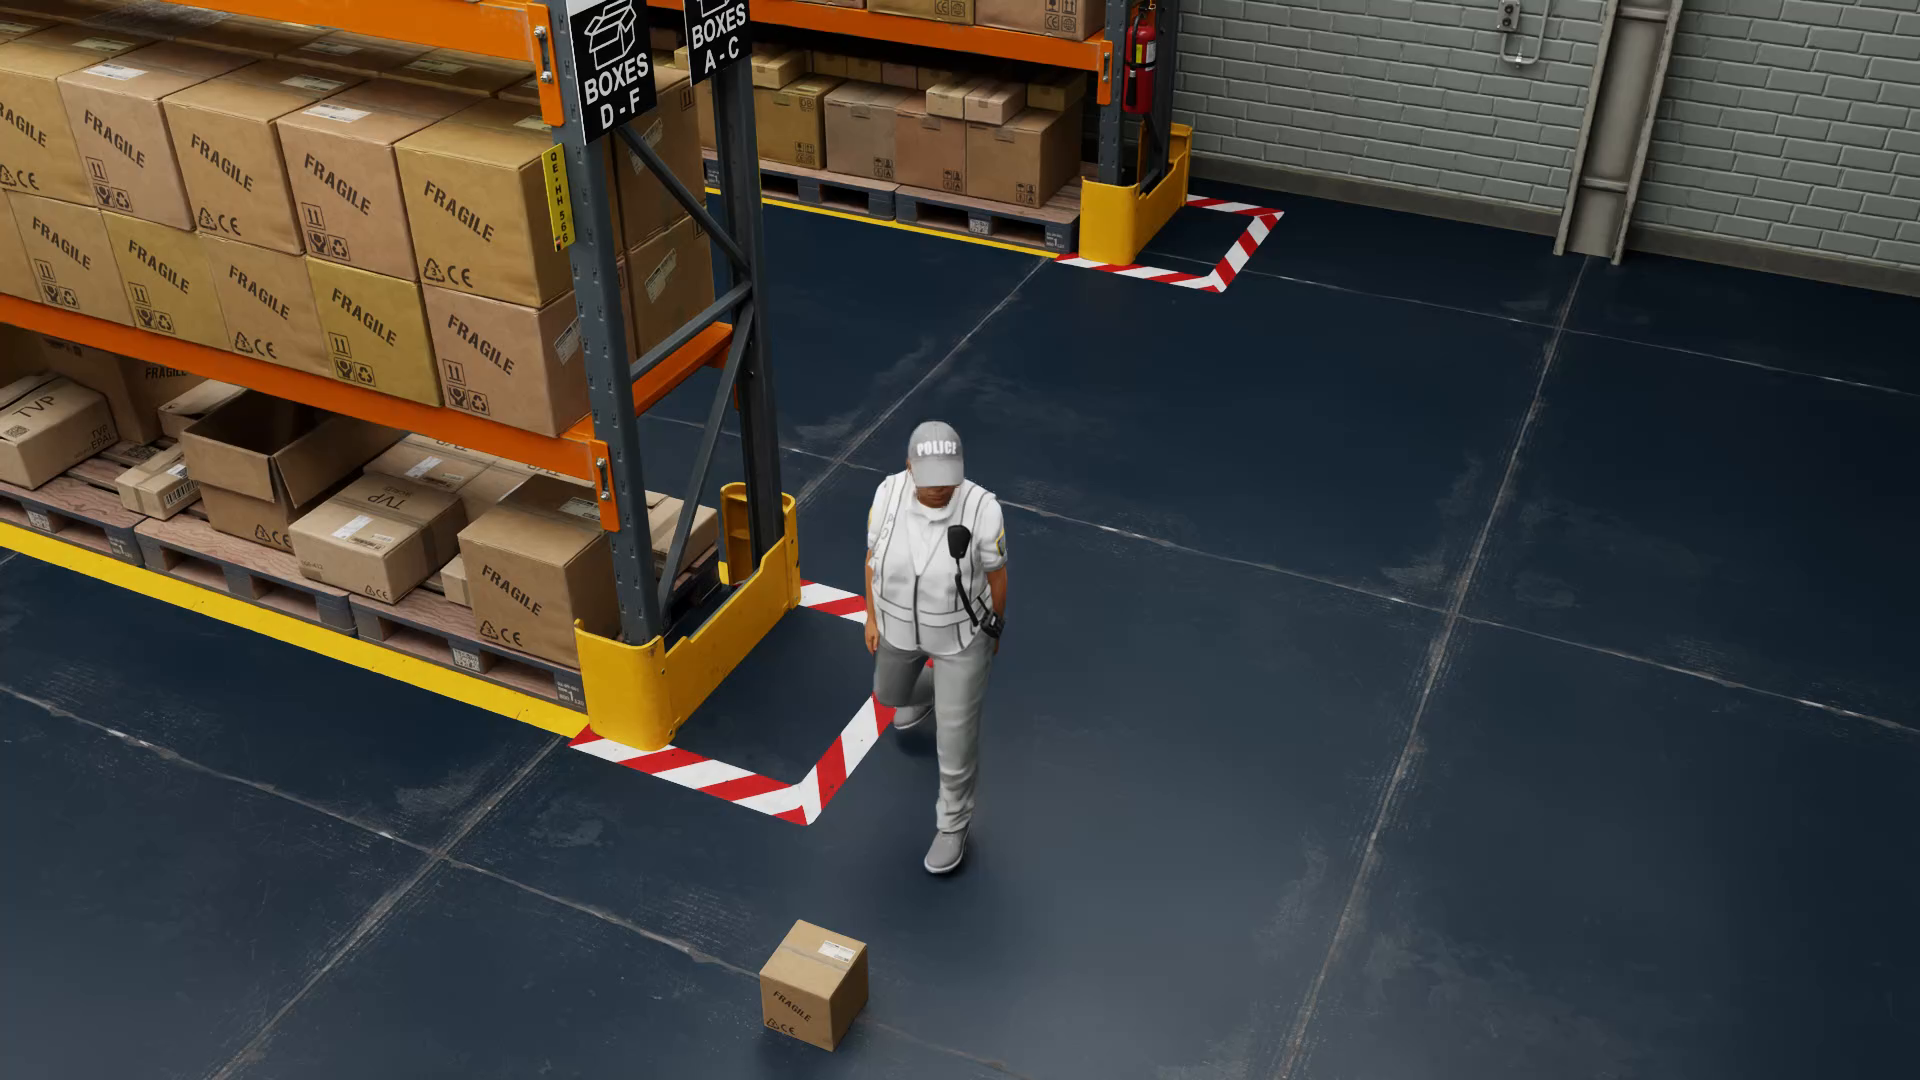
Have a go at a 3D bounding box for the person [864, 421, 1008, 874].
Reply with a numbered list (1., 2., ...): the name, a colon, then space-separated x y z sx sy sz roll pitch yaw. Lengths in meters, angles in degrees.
1. person: -0.091 0.255 5.744 0.545 1.642 0.839 12 36 17
